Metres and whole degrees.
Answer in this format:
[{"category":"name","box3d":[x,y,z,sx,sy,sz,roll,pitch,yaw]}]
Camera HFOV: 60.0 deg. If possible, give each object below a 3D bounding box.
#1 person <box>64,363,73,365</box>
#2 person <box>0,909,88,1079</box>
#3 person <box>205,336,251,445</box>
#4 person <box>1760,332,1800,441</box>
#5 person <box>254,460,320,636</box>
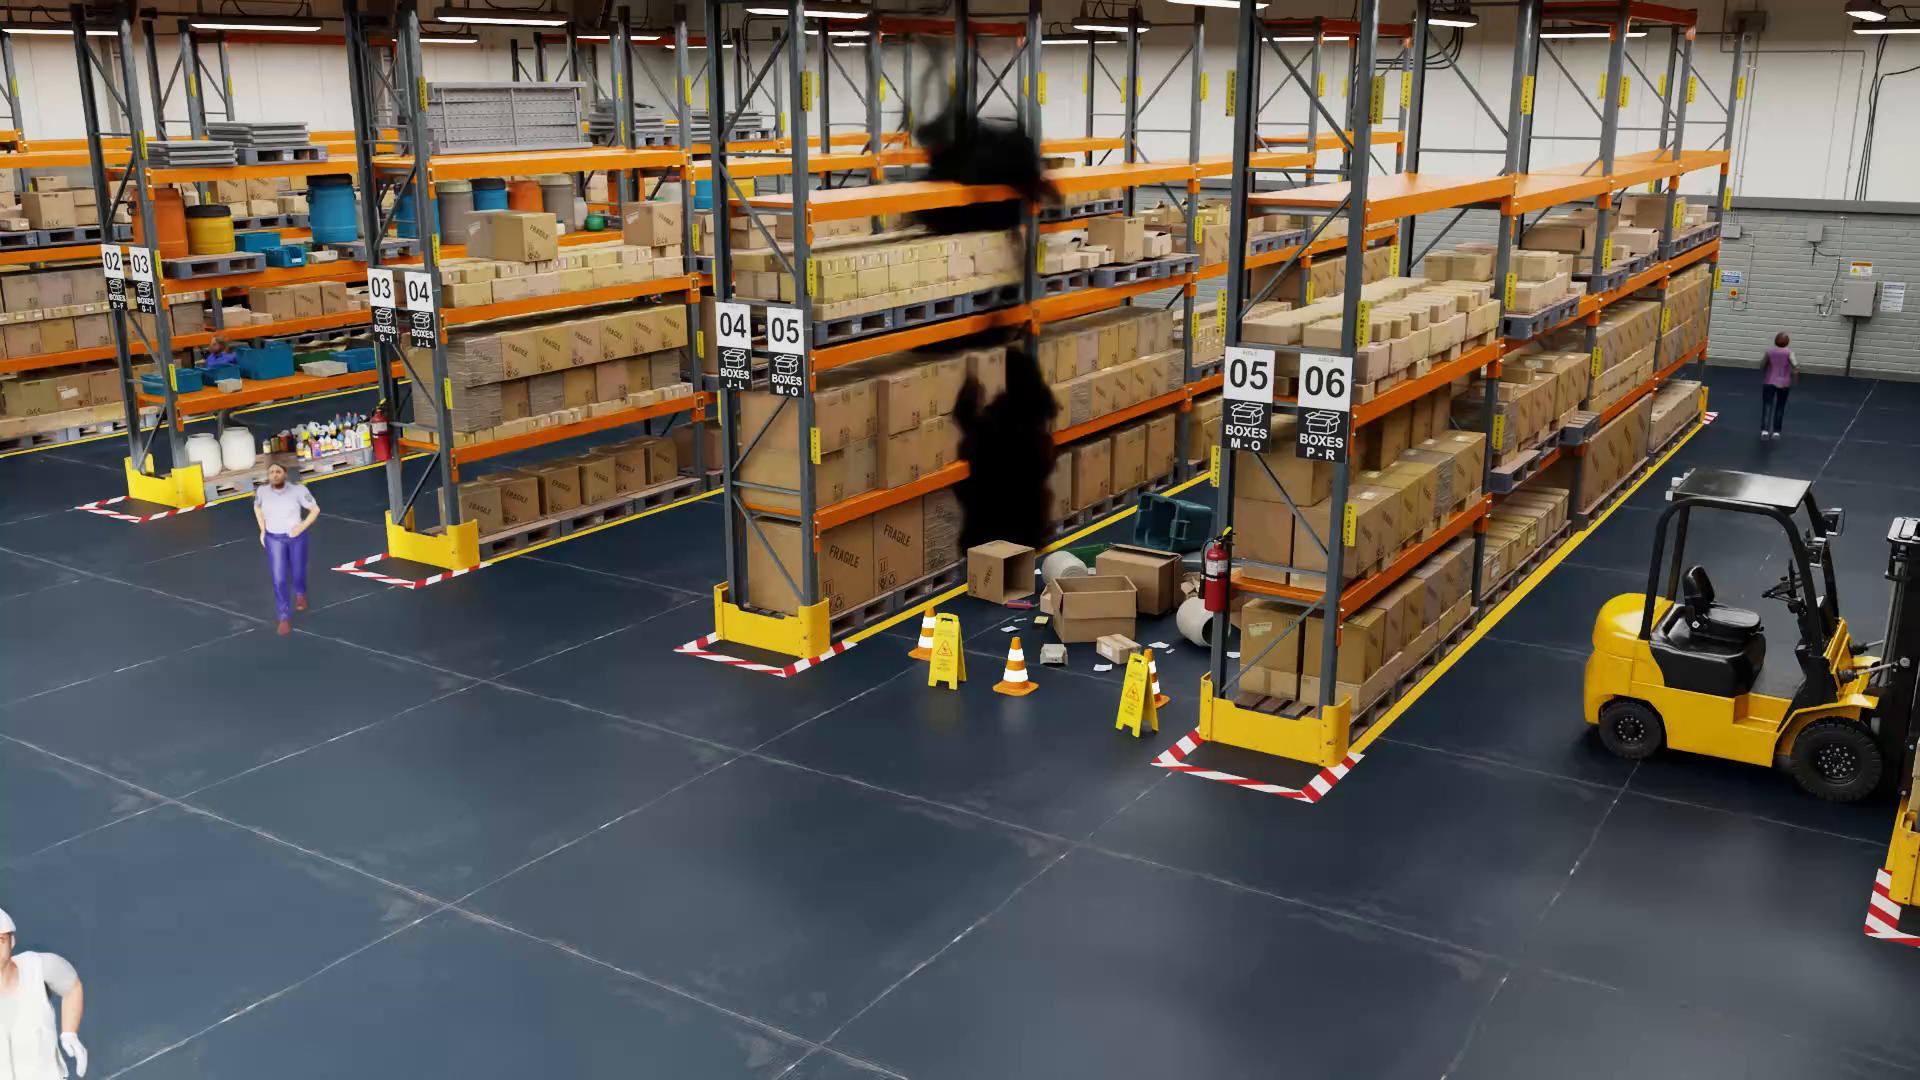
[{"category":"person","box3d":[-14.281,-2.960,26.580,0.637,1.814,0.711,8,18,28]},{"category":"person","box3d":[-4.120,2.408,7.267,0.655,1.769,0.888,-11,19,-34]},{"category":"person","box3d":[-10.378,-2.042,23.464,0.581,1.645,0.920,5,16,18]},{"category":"person","box3d":[11.845,-2.210,24.109,0.527,1.616,0.824,9,18,28]},{"category":"person","box3d":[-6.487,0.027,16.111,0.606,1.688,0.789,-4,16,-14]}]
